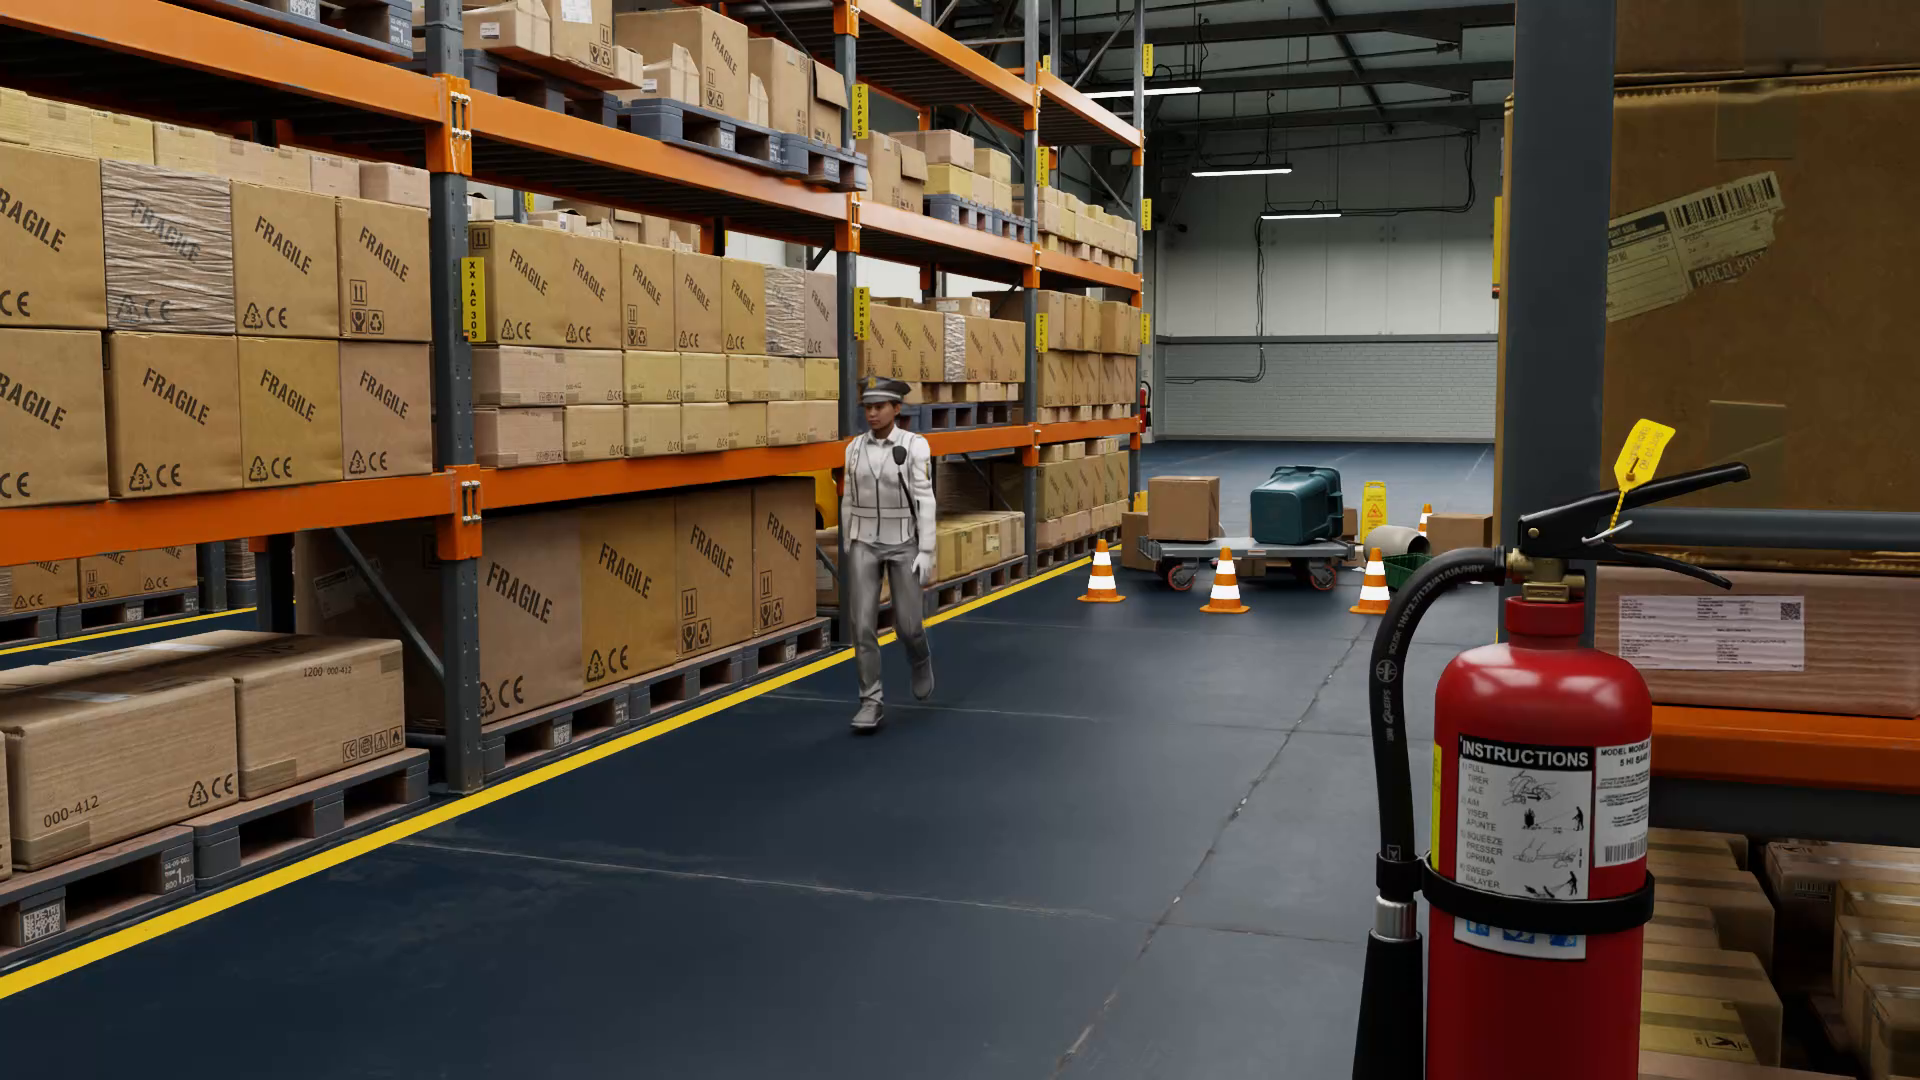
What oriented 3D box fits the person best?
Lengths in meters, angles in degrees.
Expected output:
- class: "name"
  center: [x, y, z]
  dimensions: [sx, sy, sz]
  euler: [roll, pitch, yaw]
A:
- class: "person"
  center: [-0.342, 0.041, 7.995]
  dimensions: [0.492, 1.660, 0.622]
  euler: [1, 5, 13]
